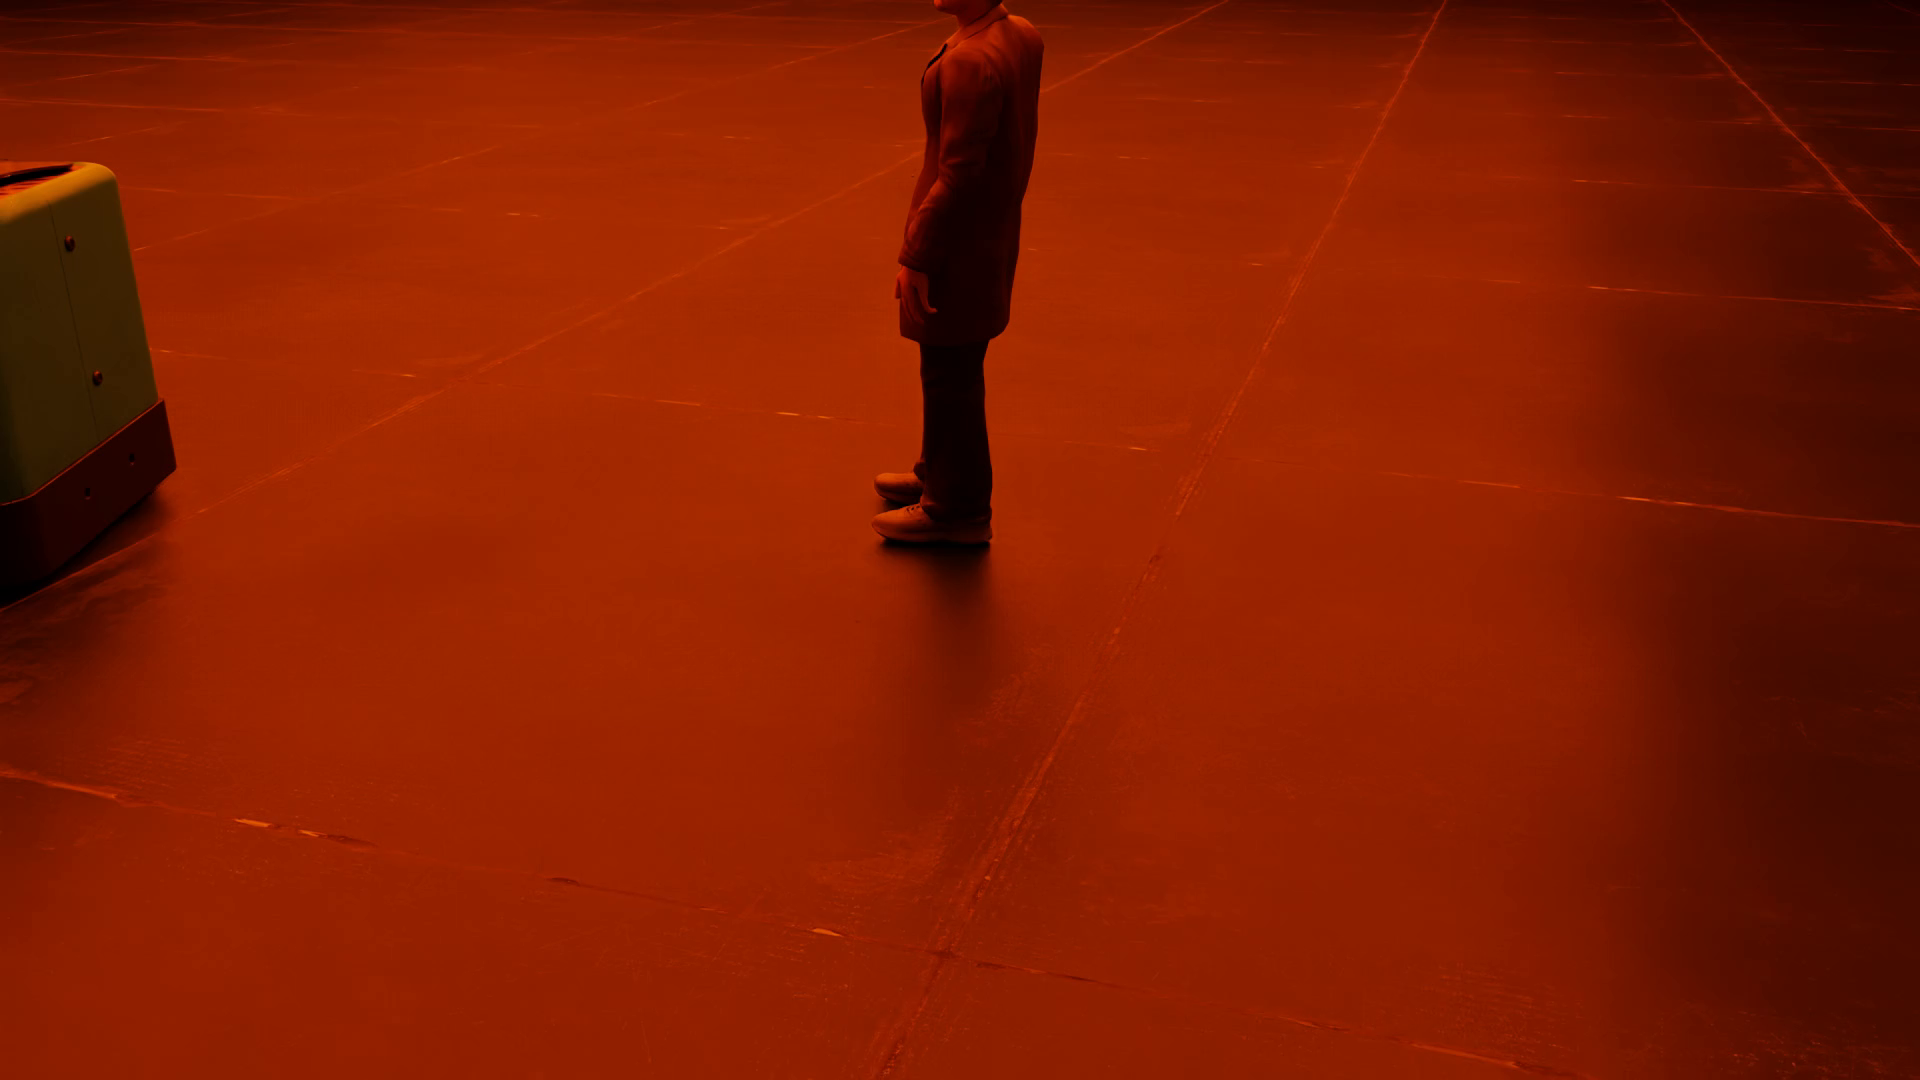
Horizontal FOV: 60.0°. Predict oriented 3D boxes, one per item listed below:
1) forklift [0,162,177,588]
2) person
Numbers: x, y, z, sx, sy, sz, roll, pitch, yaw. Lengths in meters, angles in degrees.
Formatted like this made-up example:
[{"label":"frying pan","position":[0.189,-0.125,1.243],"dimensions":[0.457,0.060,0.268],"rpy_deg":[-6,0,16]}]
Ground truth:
[{"label":"forklift","position":[-4.093,-1.340,4.525],"dimensions":[3.031,2.935,1.130],"rpy_deg":[-1,22,-2]},{"label":"person","position":[-0.087,-0.834,4.810],"dimensions":[0.579,1.764,0.698],"rpy_deg":[7,23,16]}]
